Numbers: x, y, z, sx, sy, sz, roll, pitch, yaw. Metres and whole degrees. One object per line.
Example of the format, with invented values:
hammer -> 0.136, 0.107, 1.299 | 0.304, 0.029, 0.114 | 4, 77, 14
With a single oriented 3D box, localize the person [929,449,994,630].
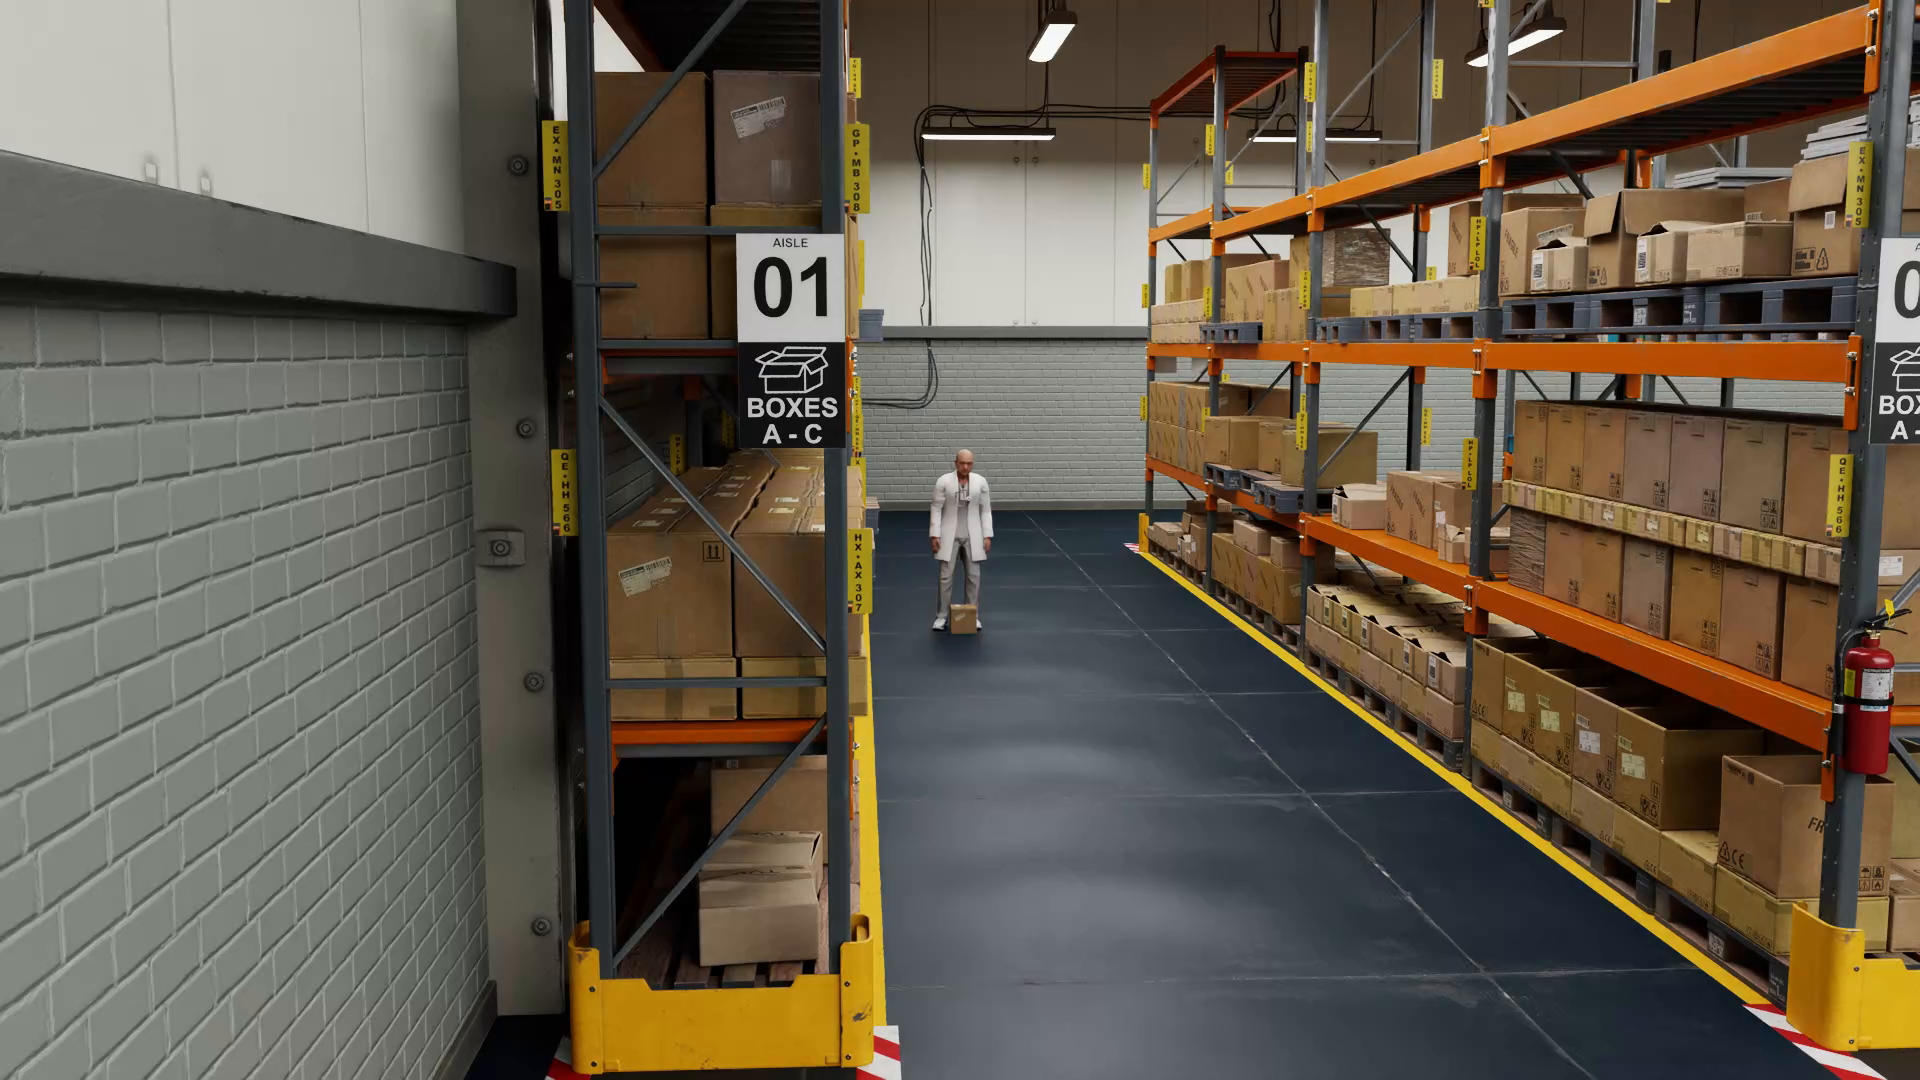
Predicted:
person -> 0.014, -0.012, 16.406 | 0.645, 1.772, 0.429 | -1, 7, -7
